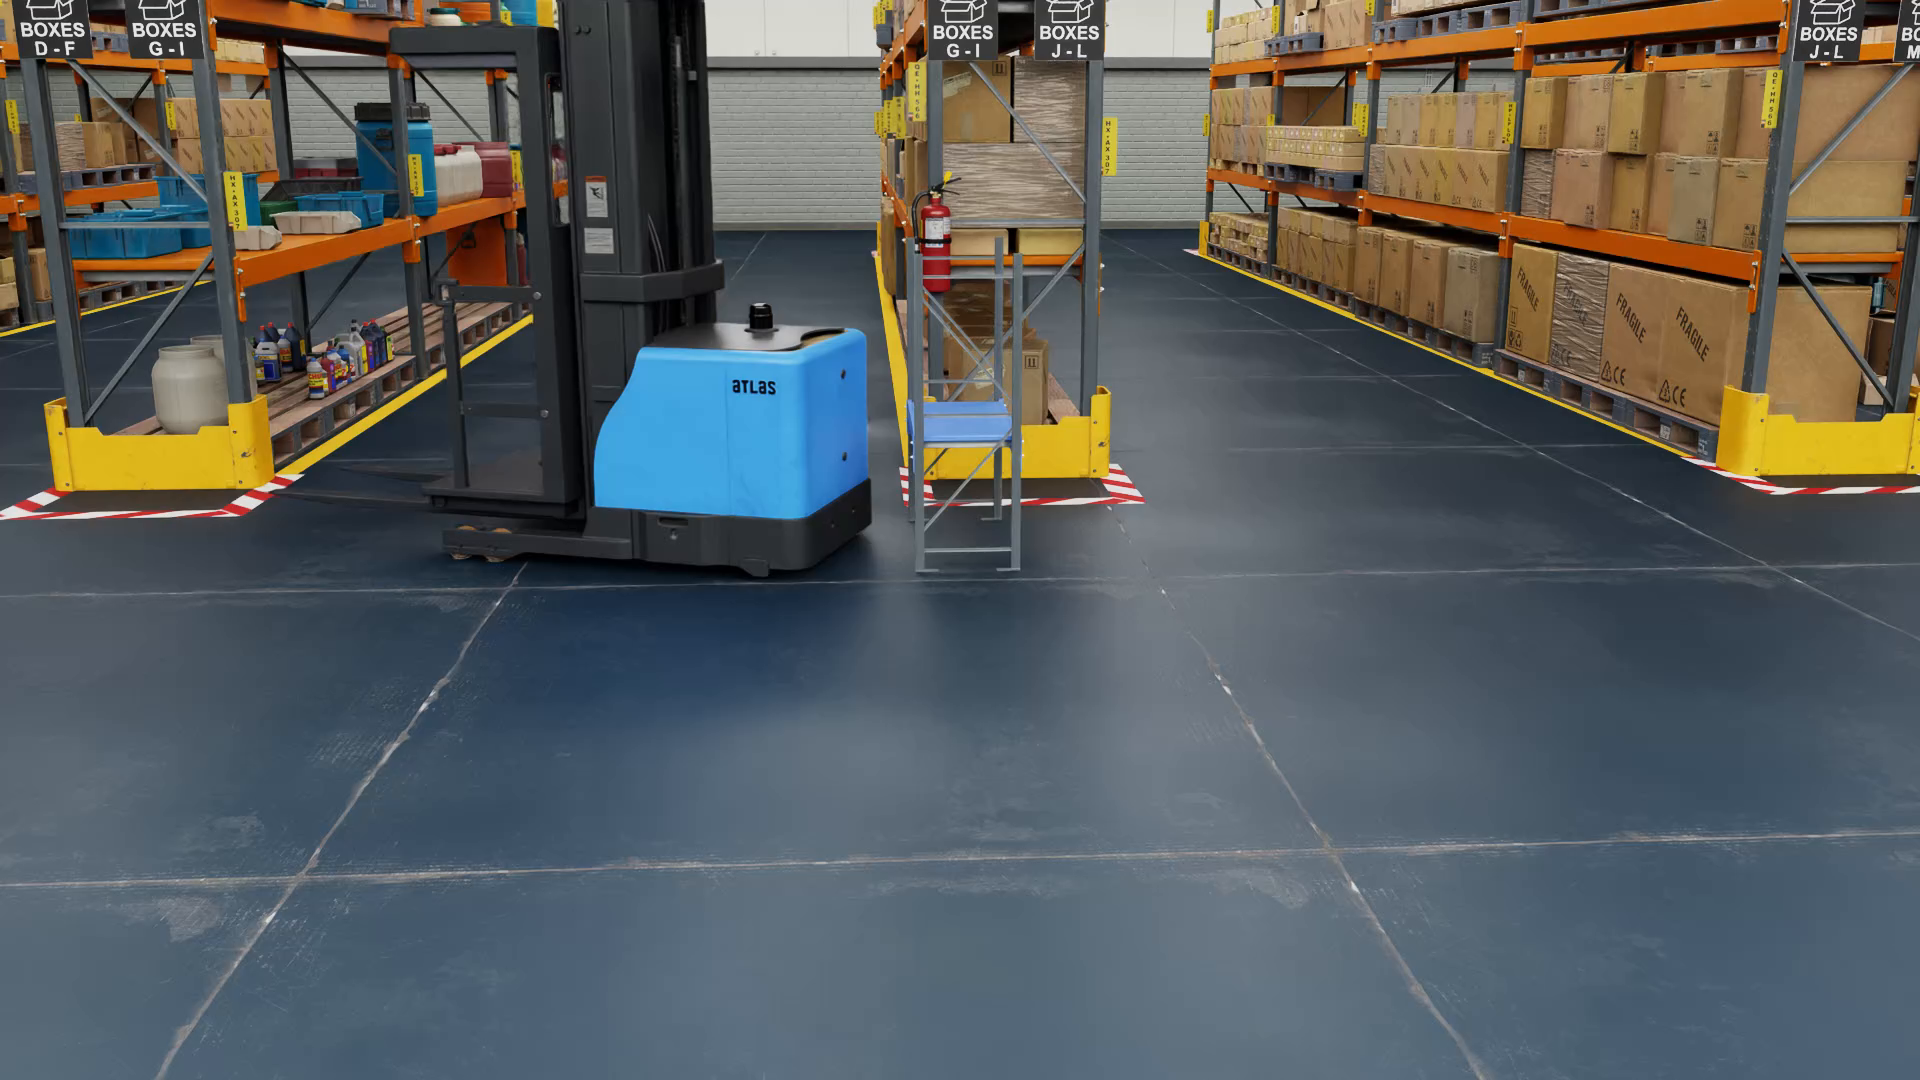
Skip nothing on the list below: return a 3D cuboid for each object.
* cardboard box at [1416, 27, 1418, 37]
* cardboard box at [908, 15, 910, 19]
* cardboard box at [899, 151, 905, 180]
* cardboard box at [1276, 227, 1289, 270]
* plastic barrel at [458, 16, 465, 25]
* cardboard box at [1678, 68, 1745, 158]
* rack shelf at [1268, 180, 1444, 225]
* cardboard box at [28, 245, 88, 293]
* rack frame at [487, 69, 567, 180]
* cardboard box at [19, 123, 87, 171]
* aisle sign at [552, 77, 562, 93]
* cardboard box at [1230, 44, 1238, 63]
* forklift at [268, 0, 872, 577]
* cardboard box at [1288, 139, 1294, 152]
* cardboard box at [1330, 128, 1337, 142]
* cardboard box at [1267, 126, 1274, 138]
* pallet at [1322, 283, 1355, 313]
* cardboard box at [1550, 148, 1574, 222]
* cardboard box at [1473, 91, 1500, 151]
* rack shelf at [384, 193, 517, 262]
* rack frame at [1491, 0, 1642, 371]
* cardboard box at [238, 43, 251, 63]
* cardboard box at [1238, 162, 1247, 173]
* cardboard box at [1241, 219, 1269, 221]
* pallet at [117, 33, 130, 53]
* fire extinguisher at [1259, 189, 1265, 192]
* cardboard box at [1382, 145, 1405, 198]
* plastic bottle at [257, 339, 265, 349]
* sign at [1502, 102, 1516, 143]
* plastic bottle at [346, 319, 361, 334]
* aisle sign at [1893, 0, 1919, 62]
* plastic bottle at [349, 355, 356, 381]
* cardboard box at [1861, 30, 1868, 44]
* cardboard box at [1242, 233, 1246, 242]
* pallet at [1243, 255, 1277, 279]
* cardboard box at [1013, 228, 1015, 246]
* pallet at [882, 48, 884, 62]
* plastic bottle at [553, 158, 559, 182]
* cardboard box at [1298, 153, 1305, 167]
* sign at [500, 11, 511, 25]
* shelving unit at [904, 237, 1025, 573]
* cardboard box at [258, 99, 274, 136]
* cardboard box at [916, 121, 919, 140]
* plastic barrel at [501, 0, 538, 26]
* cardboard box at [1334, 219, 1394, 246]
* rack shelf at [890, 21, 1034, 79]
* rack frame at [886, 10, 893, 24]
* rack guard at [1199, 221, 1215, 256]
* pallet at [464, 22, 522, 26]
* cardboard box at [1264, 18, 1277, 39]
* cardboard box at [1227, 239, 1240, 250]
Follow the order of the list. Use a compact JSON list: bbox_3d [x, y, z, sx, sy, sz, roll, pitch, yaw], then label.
[{"bbox_3d":[5.004,-5.532,17.785,0.500,0.500,0.500,-1,14,-3],"label":"cardboard box"},{"bbox_3d":[-0.125,-3.971,12.221,0.500,0.250,0.500,-1,14,-4],"label":"cardboard box"},{"bbox_3d":[-0.308,-3.543,15.736,0.500,0.250,0.500,-1,14,-5],"label":"cardboard box"},{"bbox_3d":[4.307,-3.684,20.999,0.500,0.500,0.500,0,14,-1],"label":"cardboard box"},{"bbox_3d":[-5.060,-5.073,16.516,0.294,0.245,0.294,0,14,0],"label":"plastic barrel"},{"bbox_3d":[5.159,-2.719,10.605,0.875,0.550,0.550,-1,14,-3],"label":"cardboard box"},{"bbox_3d":[4.650,-4.033,19.626,1.077,0.370,4.000,-1,14,-3],"label":"rack shelf"},{"bbox_3d":[-9.851,-2.931,18.032,0.500,0.500,0.500,-1,14,-5],"label":"cardboard box"},{"bbox_3d":[-5.374,-4.751,20.973,1.000,3.000,0.127,-1,14,-3],"label":"rack frame"},{"bbox_3d":[-10.088,-4.318,18.246,0.700,0.500,0.500,2,15,7],"label":"cardboard box"},{"bbox_3d":[-5.923,-7.018,24.567,0.394,0.787,0.004,-1,14,-3],"label":"aisle sign"},{"bbox_3d":[4.124,-6.879,23.526,0.500,0.250,0.500,-1,14,-5],"label":"cardboard box"},{"bbox_3d":[-2.031,-1.430,8.202,3.031,2.935,1.130,4,15,15],"label":"forklift"},{"bbox_3d":[4.162,-4.740,19.992,0.380,0.149,0.250,0,14,-1],"label":"cardboard box"},{"bbox_3d":[4.273,-4.432,18.198,0.380,0.149,0.250,-1,14,-4],"label":"cardboard box"},{"bbox_3d":[4.091,-5.144,20.966,0.380,0.149,0.250,0,14,-1],"label":"cardboard box"},{"bbox_3d":[4.727,-2.728,18.707,1.003,0.211,1.213,-1,14,-3],"label":"pallet"},{"bbox_3d":[5.113,-2.734,12.832,0.875,0.550,0.550,-1,14,-3],"label":"cardboard box"},{"bbox_3d":[4.951,-3.674,14.577,0.700,0.500,0.500,-1,14,-4],"label":"cardboard box"},{"bbox_3d":[-5.002,-2.911,15.263,1.077,0.370,4.000,-1,14,-3],"label":"rack shelf"},{"bbox_3d":[5.022,-2.890,13.737,1.000,3.000,0.127,-1,14,-3],"label":"rack frame"},{"bbox_3d":[-10.251,-6.802,23.226,0.500,0.250,0.500,-1,14,-3],"label":"cardboard box"},{"bbox_3d":[4.106,-5.213,23.270,0.380,0.149,0.250,-1,14,-2],"label":"cardboard box"},{"bbox_3d":[4.184,-4.461,23.530,0.380,0.149,0.250,-1,14,-3],"label":"cardboard box"},{"bbox_3d":[-10.348,-5.874,19.694,1.213,0.211,1.003,-1,14,-3],"label":"pallet"},{"bbox_3d":[4.723,-5.726,25.664,0.296,0.674,0.183,-1,14,-3],"label":"fire extinguisher"},{"bbox_3d":[4.567,-3.691,16.650,0.500,0.500,0.500,-1,14,-4],"label":"cardboard box"},{"bbox_3d":[-5.184,-1.363,12.398,0.097,0.271,0.097,0,14,0],"label":"plastic bottle"},{"bbox_3d":[4.481,-3.401,13.561,0.100,0.325,0.005,-1,14,-3],"label":"sign"},{"bbox_3d":[-4.695,-1.534,12.902,0.144,0.351,0.185,-1,14,-3],"label":"plastic bottle"},{"bbox_3d":[5.573,-3.141,9.496,0.394,0.787,0.004,-1,14,-3],"label":"aisle sign"},{"bbox_3d":[-4.478,-1.266,12.161,0.097,0.201,0.097,0,14,0],"label":"plastic bottle"},{"bbox_3d":[9.558,-5.236,17.341,0.380,0.149,0.250,-1,14,-3],"label":"cardboard box"},{"bbox_3d":[4.177,-4.247,23.294,0.380,0.149,0.250,-2,15,-6],"label":"cardboard box"},{"bbox_3d":[4.449,-3.695,22.465,1.003,0.211,1.213,-1,14,-3],"label":"pallet"},{"bbox_3d":[0.536,-1.921,10.477,0.380,0.149,0.250,-1,14,-3],"label":"cardboard box"},{"bbox_3d":[-0.622,-7.048,24.057,1.003,0.211,1.213,-1,14,-3],"label":"pallet"},{"bbox_3d":[-4.967,-4.545,20.405,0.061,0.283,0.133,-1,14,-3],"label":"plastic bottle"},{"bbox_3d":[4.190,-4.468,19.535,0.380,0.149,0.250,-2,15,-6],"label":"cardboard box"},{"bbox_3d":[-4.578,-5.169,16.786,0.100,0.325,0.005,-1,14,-3],"label":"sign"},{"bbox_3d":[0.005,-0.705,8.257,0.538,1.500,1.048,-1,14,-3],"label":"shelving unit"},{"bbox_3d":[-10.264,-6.097,23.995,0.500,0.500,0.500,-1,14,-4],"label":"cardboard box"},{"bbox_3d":[-0.033,-2.902,10.980,0.500,0.500,0.500,-1,14,-3],"label":"cardboard box"},{"bbox_3d":[-5.116,-6.228,18.844,0.600,0.901,0.708,-1,14,-3],"label":"plastic barrel"},{"bbox_3d":[4.470,-3.406,18.415,0.500,0.250,0.500,-1,14,-5],"label":"cardboard box"},{"bbox_3d":[-0.059,-4.440,15.186,1.077,0.370,4.000,-1,14,-3],"label":"rack shelf"},{"bbox_3d":[-0.431,-7.733,20.523,1.000,3.000,0.127,-1,14,-3],"label":"rack frame"},{"bbox_3d":[4.283,-4.645,25.574,1.175,0.500,0.348,-1,14,-3],"label":"rack guard"},{"bbox_3d":[-5.076,-5.309,17.502,1.003,0.211,1.213,-1,14,-3],"label":"pallet"},{"bbox_3d":[4.244,-6.612,21.484,0.500,0.250,0.500,-2,15,-6],"label":"cardboard box"},{"bbox_3d":[4.057,-4.245,23.885,0.380,0.149,0.250,-2,15,-6],"label":"cardboard box"}]
